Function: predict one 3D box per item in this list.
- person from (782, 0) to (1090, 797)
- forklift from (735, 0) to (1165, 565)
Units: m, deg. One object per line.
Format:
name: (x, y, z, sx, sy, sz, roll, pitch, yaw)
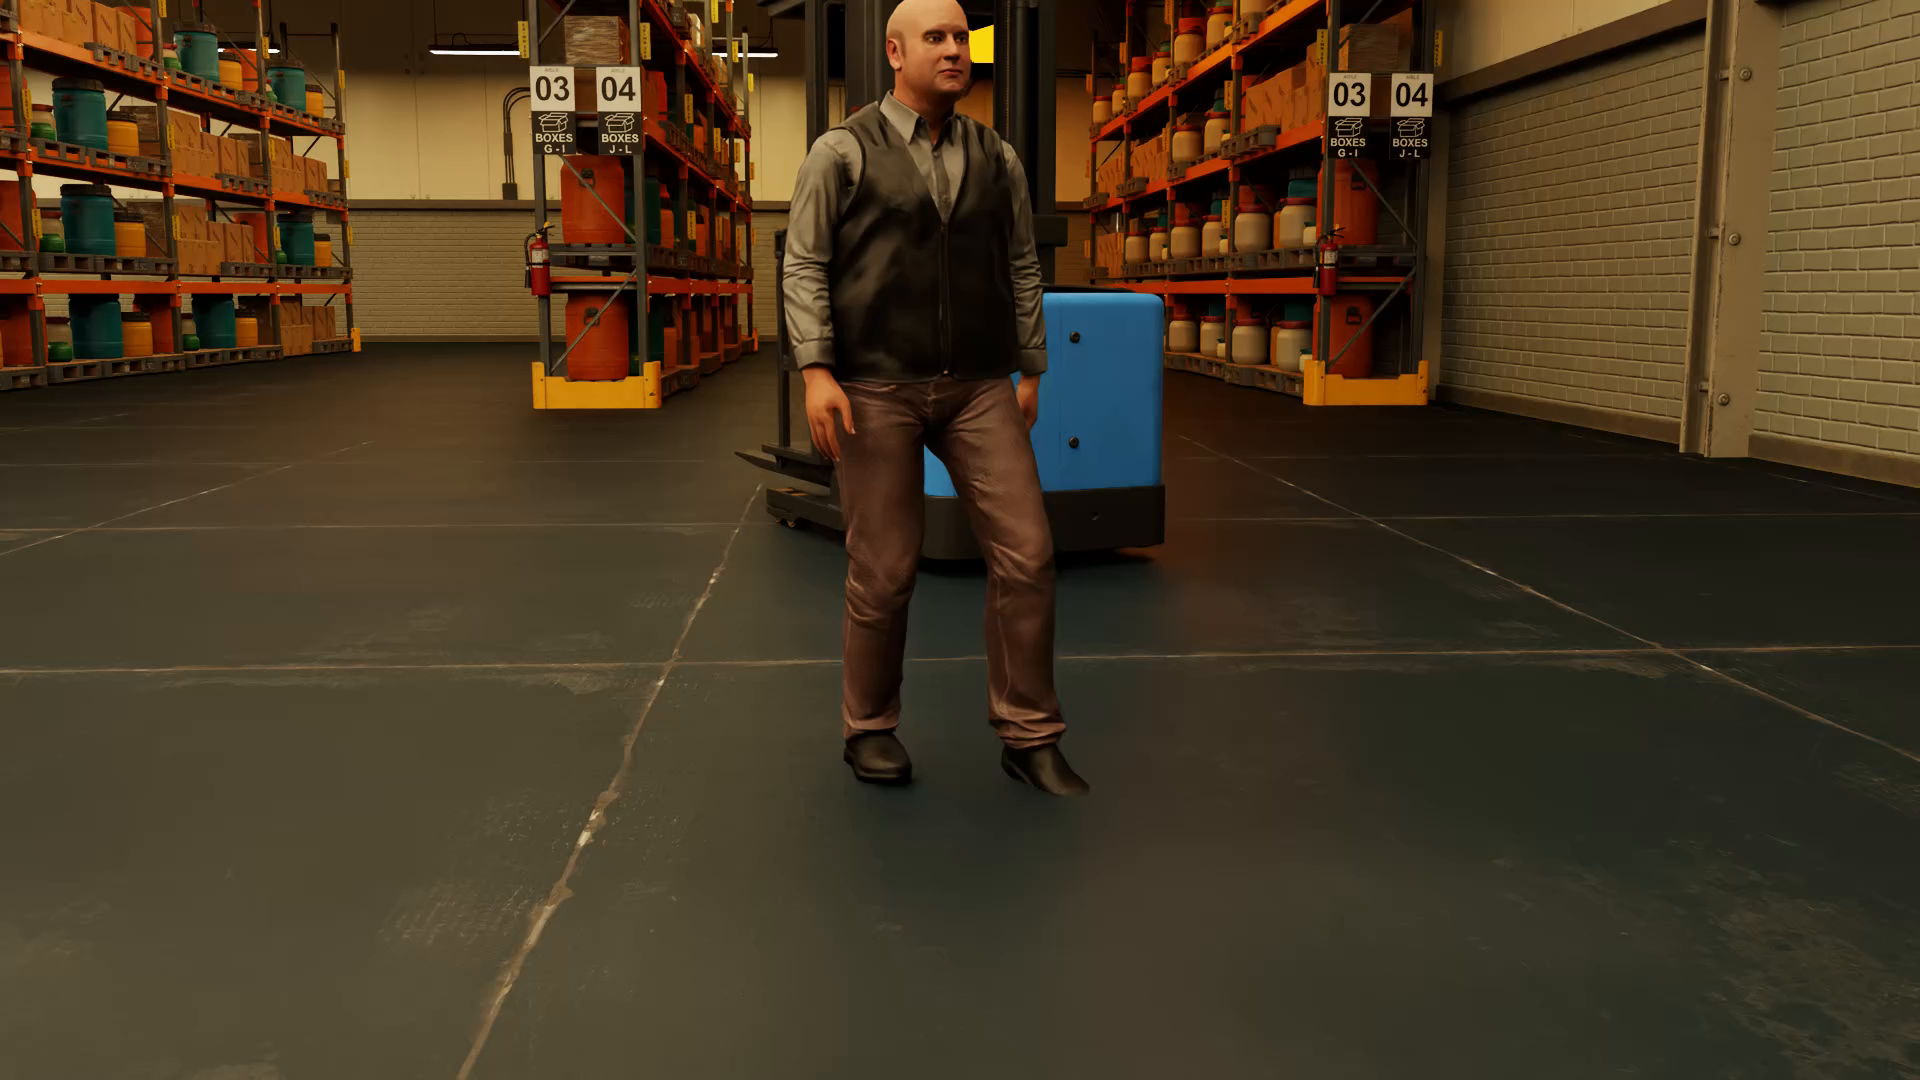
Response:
person: (-0.053, -0.282, 3.602, 0.621, 1.763, 0.535, -3, 9, -21)
forklift: (-0.264, -1.530, 7.637, 1.130, 2.935, 3.031, -4, 9, -25)
